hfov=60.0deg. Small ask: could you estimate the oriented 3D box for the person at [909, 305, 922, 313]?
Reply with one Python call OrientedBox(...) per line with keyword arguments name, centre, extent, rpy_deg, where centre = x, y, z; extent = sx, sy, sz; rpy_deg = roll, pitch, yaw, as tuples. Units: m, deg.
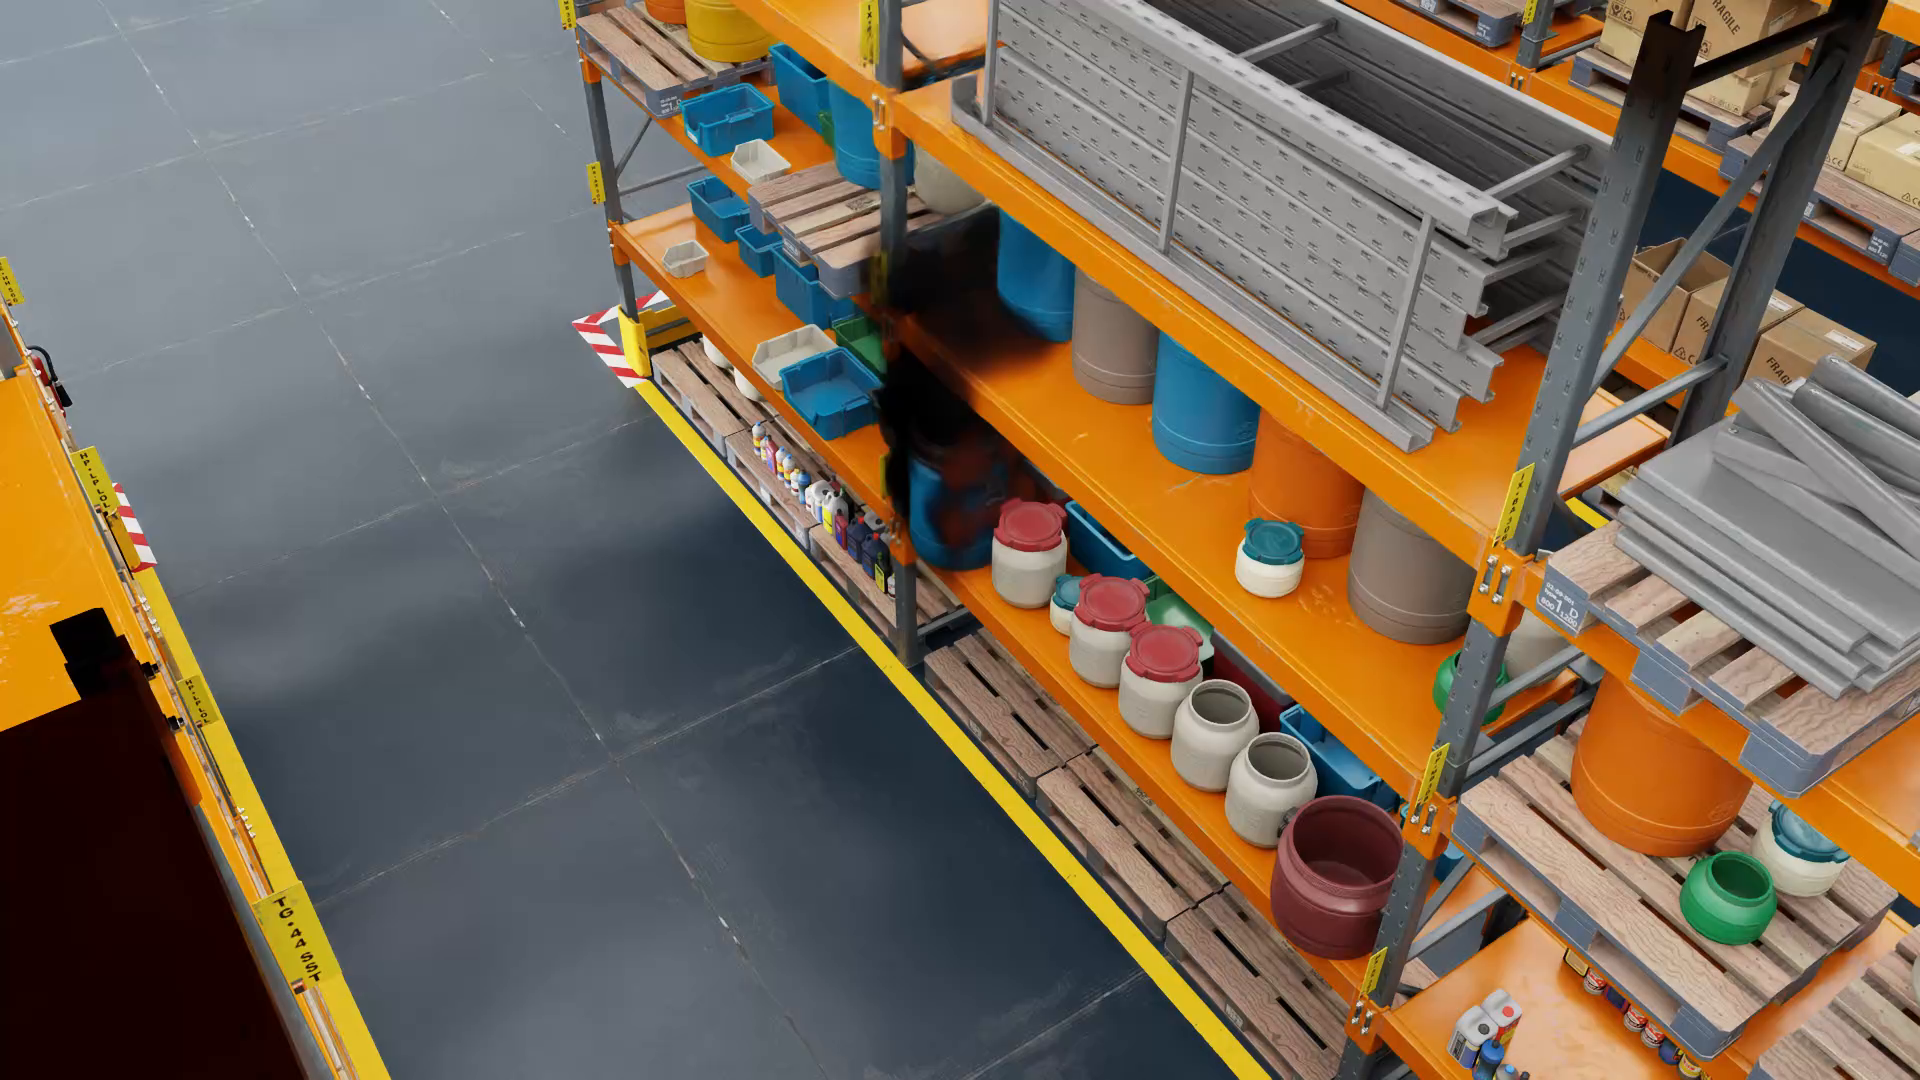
OrientedBox(name="person", centre=(-0.681, -2.517, 13.253), extent=(0.647, 1.700, 0.882), rpy_deg=(-29, 50, -28))
